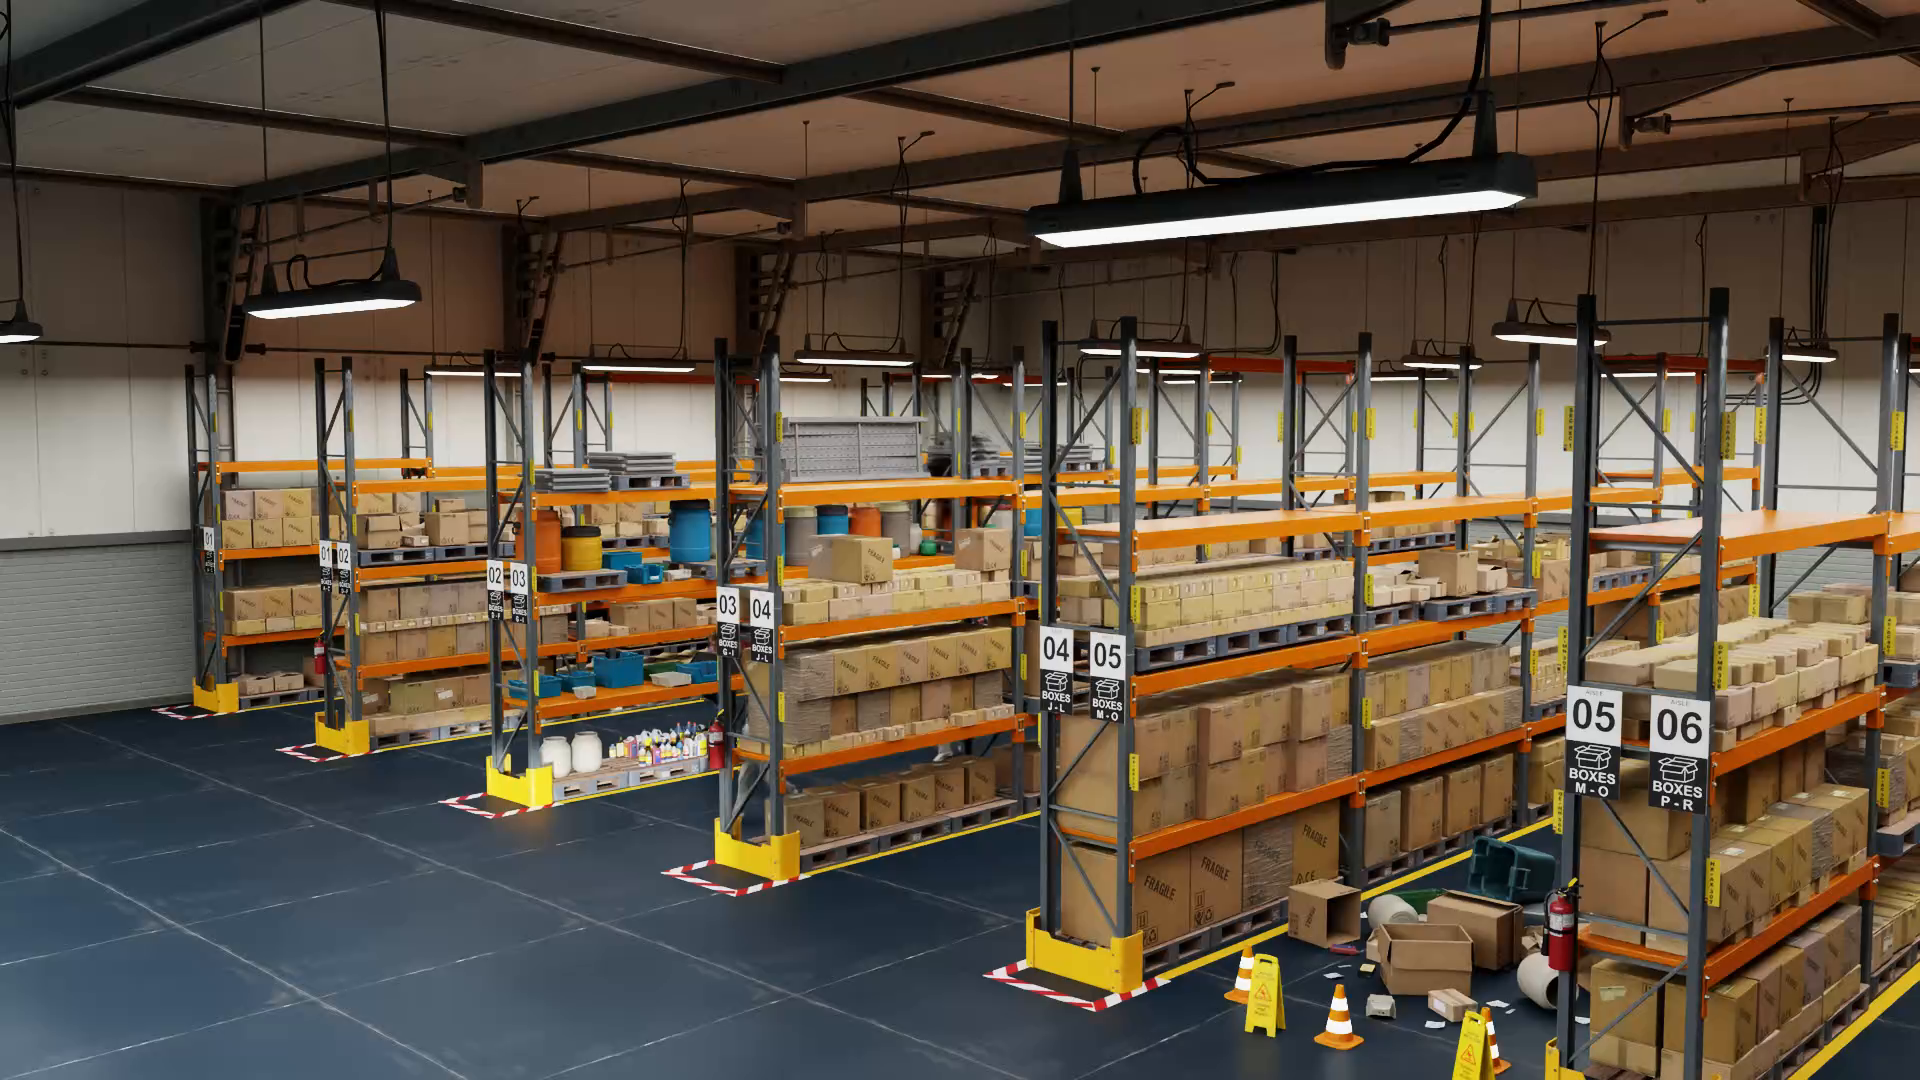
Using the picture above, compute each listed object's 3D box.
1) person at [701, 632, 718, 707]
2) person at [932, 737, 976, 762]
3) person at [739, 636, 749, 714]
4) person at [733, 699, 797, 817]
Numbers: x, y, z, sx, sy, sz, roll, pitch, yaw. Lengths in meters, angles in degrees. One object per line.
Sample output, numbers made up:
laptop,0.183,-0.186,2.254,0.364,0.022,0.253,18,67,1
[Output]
person,-4.054,2.284,27.471,0.571,1.547,0.654,4,6,44
person,-0.085,2.479,24.887,0.716,1.636,1.092,4,6,42
person,-3.186,2.335,27.070,0.973,1.623,0.618,-4,6,-41
person,-2.505,2.772,21.051,1.005,1.619,0.497,-4,6,-41
